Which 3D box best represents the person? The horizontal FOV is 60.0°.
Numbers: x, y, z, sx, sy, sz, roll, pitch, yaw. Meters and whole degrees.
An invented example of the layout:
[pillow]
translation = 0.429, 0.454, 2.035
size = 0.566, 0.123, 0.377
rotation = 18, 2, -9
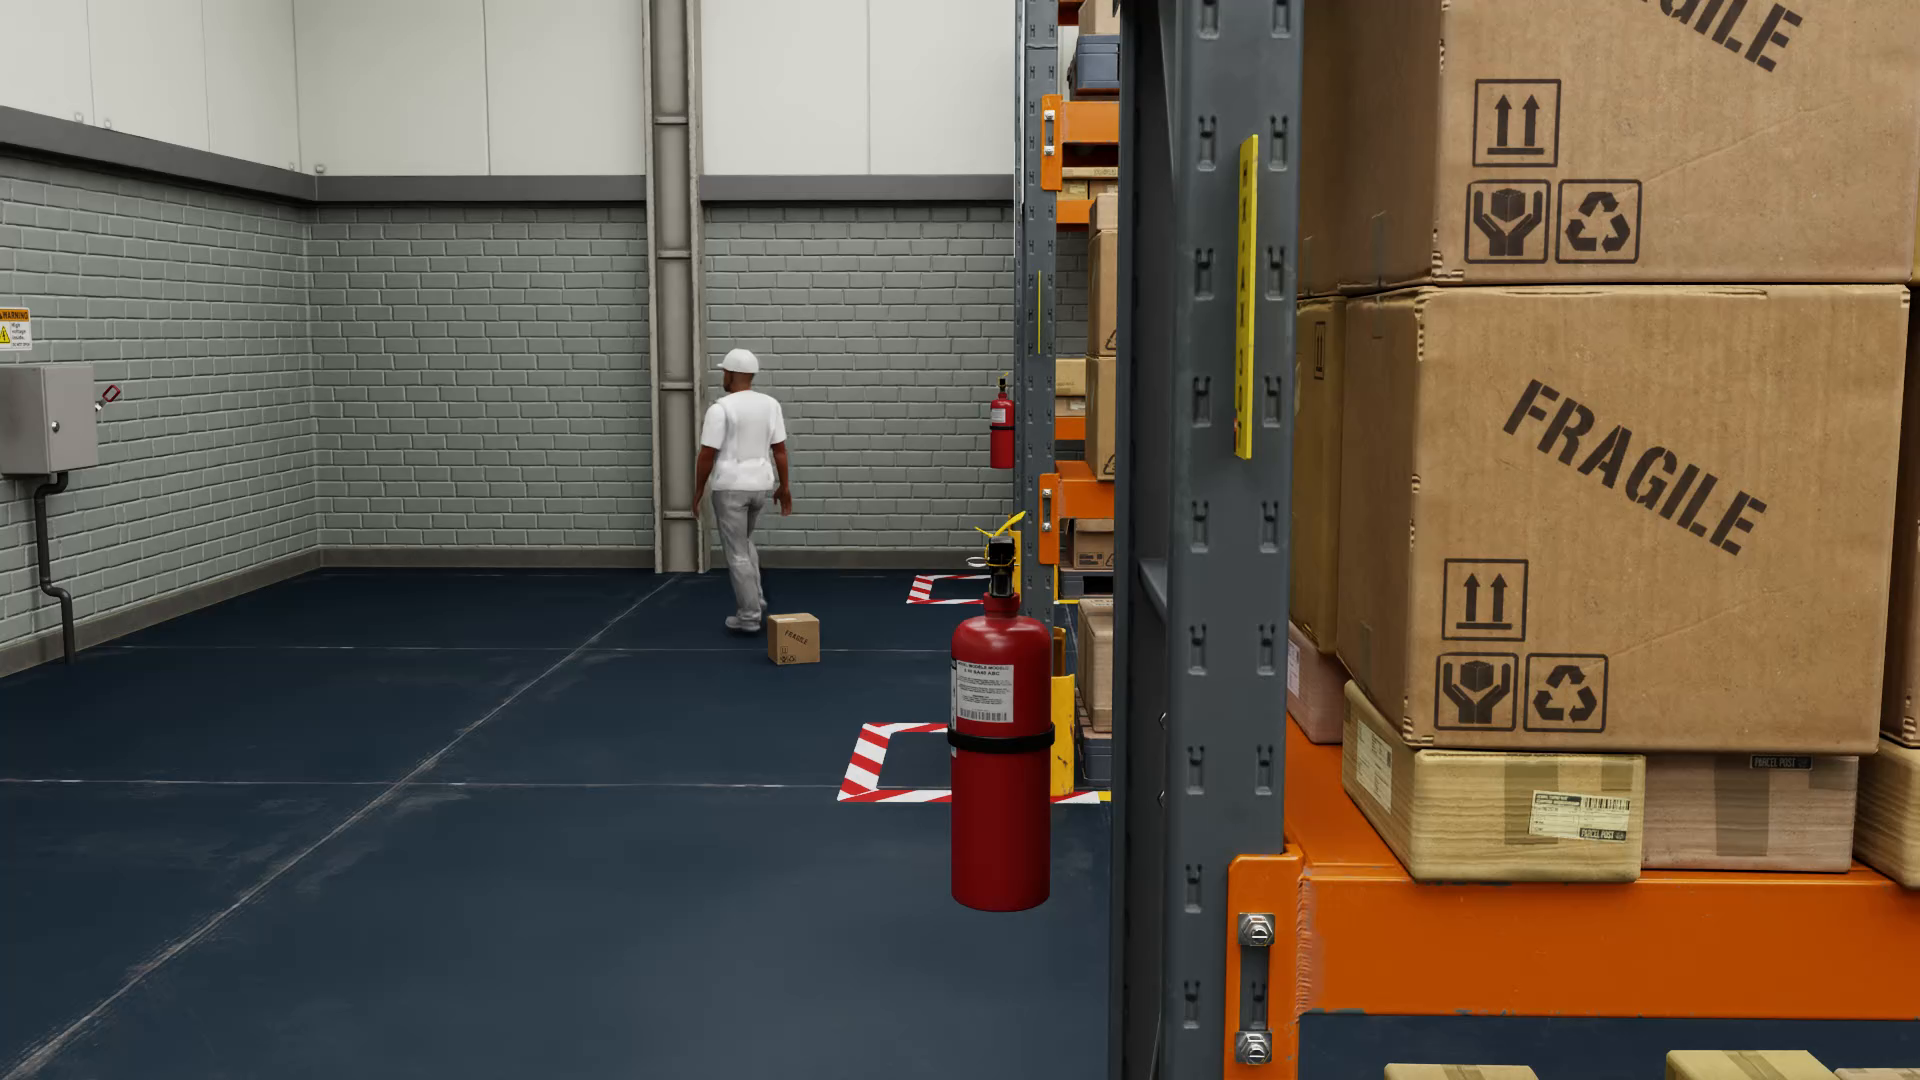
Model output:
[person]
translation = -1.396, -0.295, 10.483
size = 0.509, 1.810, 0.617
rotation = 7, 10, 43
